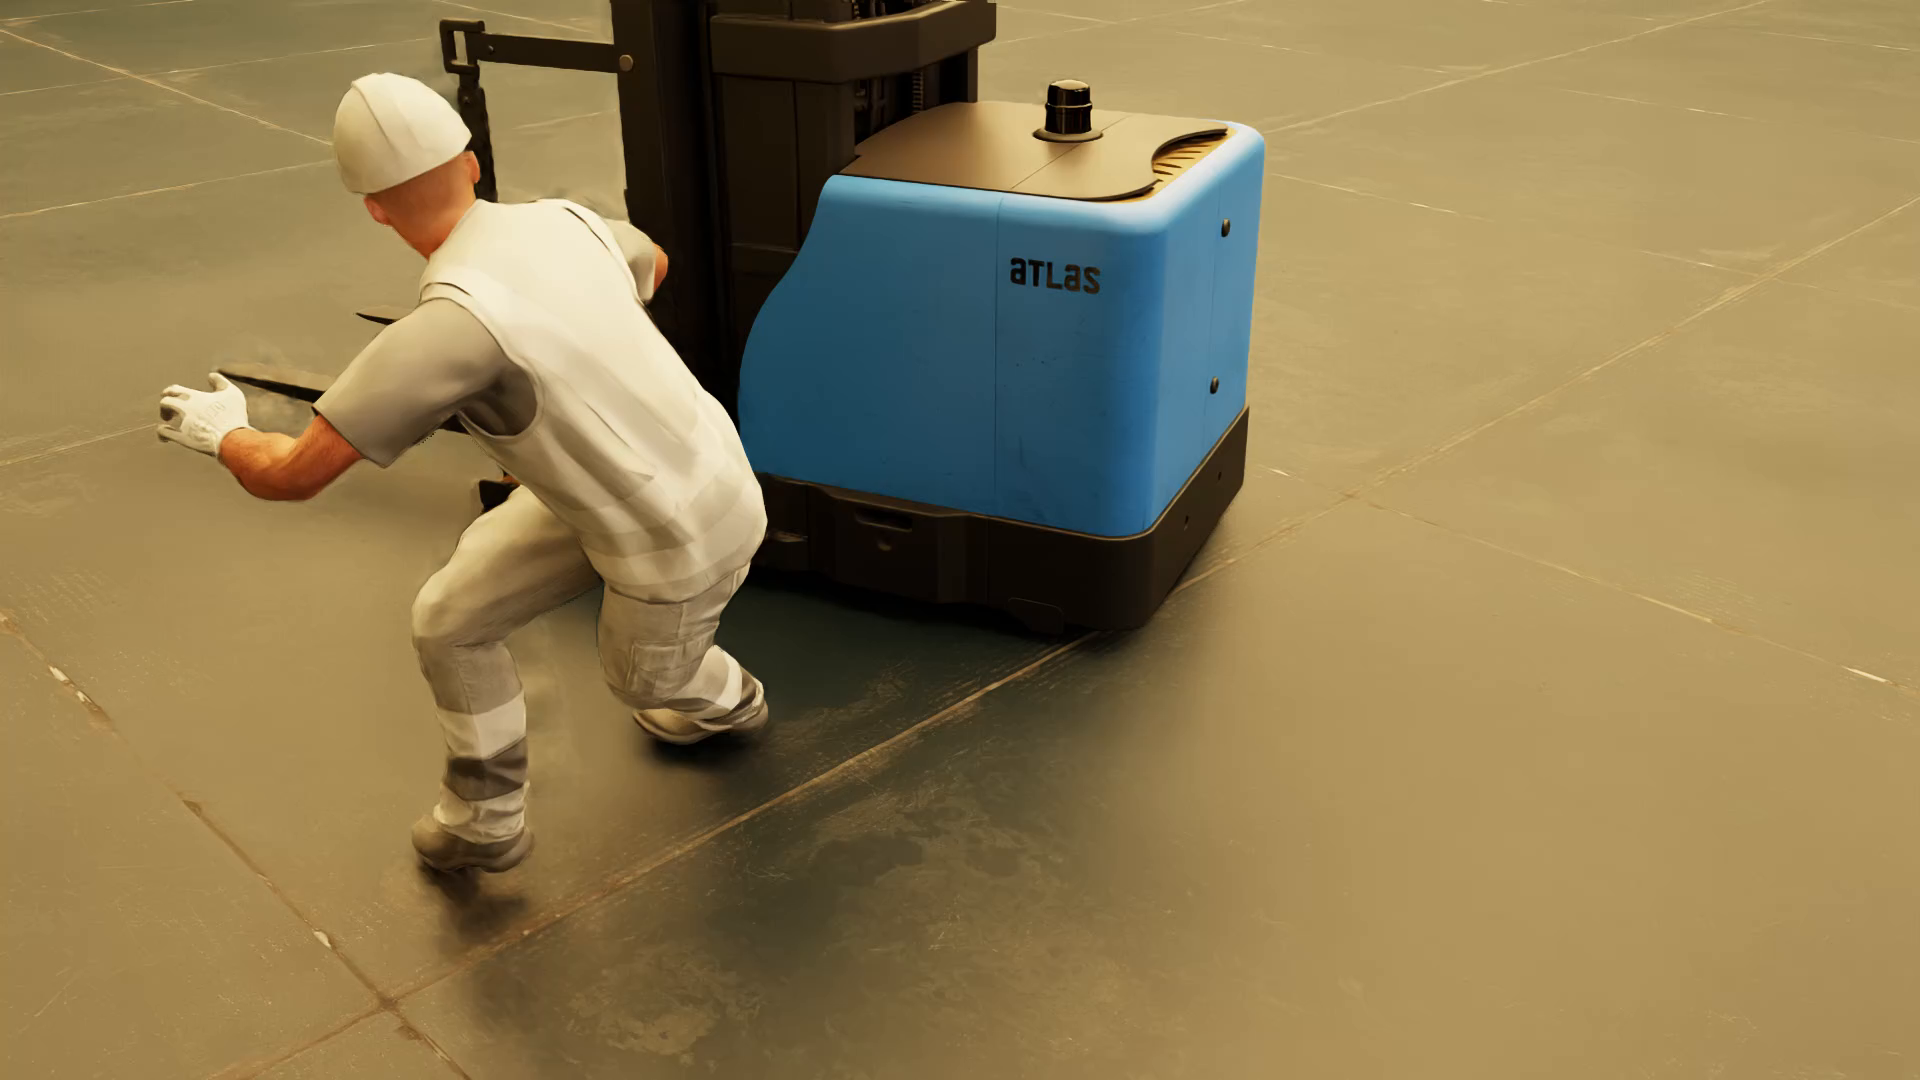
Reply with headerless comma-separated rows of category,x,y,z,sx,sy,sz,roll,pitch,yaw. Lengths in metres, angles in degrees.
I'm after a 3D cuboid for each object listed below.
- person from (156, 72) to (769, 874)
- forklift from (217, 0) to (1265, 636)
person,-0.828,-0.083,2.948,0.949,1.511,1.000,-4,26,-9
forklift,-0.761,-1.502,4.276,3.031,2.935,1.130,11,28,21
